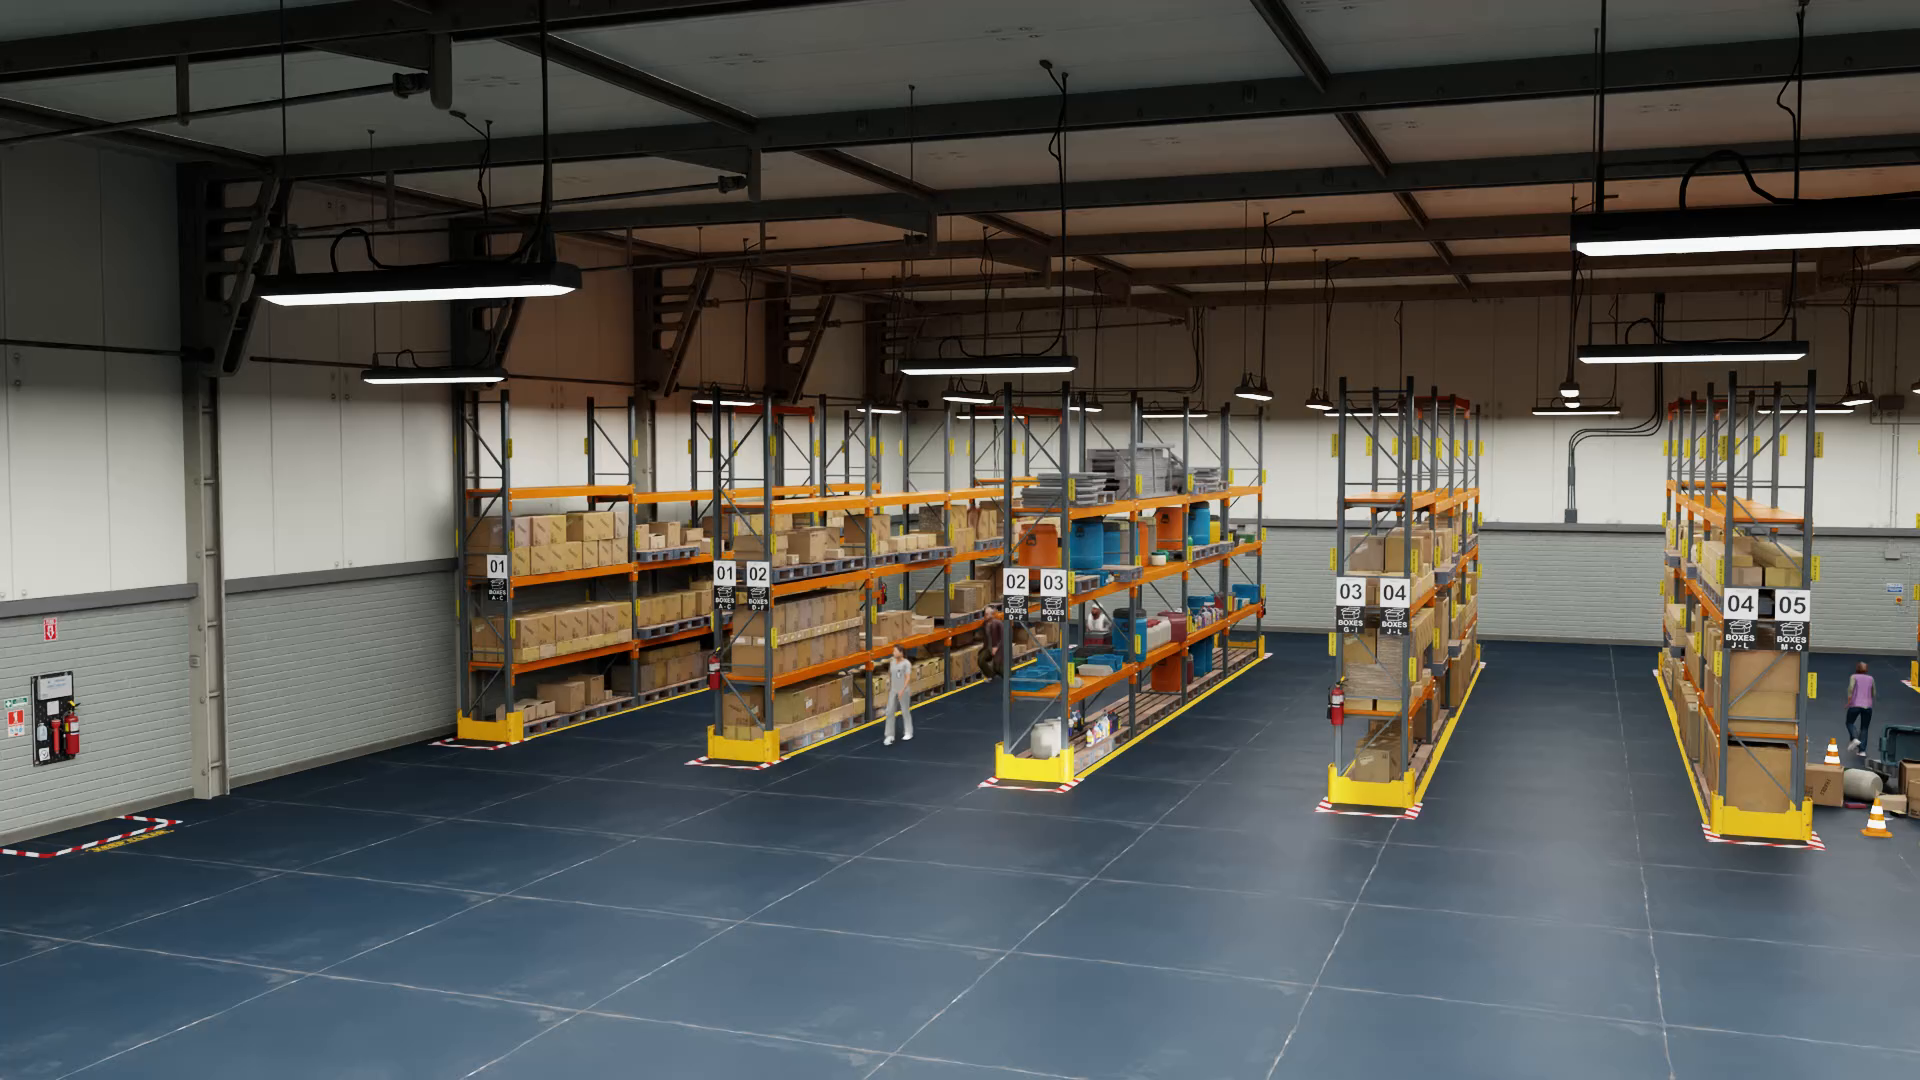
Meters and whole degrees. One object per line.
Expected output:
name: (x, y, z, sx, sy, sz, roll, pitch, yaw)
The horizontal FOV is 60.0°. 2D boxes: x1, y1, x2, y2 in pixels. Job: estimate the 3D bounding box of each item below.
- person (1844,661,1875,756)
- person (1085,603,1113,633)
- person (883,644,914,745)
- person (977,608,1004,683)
person: (14.784, 2.764, 27.322, 0.466, 1.478, 0.734, 1, 3, 22)
person: (3.041, 2.184, 35.935, 0.729, 1.687, 0.620, 2, 4, 29)
person: (-1.059, 2.620, 28.329, 0.459, 1.687, 0.771, 2, 4, 29)
person: (0.696, 2.196, 33.668, 0.616, 1.669, 0.865, 2, 4, 36)
